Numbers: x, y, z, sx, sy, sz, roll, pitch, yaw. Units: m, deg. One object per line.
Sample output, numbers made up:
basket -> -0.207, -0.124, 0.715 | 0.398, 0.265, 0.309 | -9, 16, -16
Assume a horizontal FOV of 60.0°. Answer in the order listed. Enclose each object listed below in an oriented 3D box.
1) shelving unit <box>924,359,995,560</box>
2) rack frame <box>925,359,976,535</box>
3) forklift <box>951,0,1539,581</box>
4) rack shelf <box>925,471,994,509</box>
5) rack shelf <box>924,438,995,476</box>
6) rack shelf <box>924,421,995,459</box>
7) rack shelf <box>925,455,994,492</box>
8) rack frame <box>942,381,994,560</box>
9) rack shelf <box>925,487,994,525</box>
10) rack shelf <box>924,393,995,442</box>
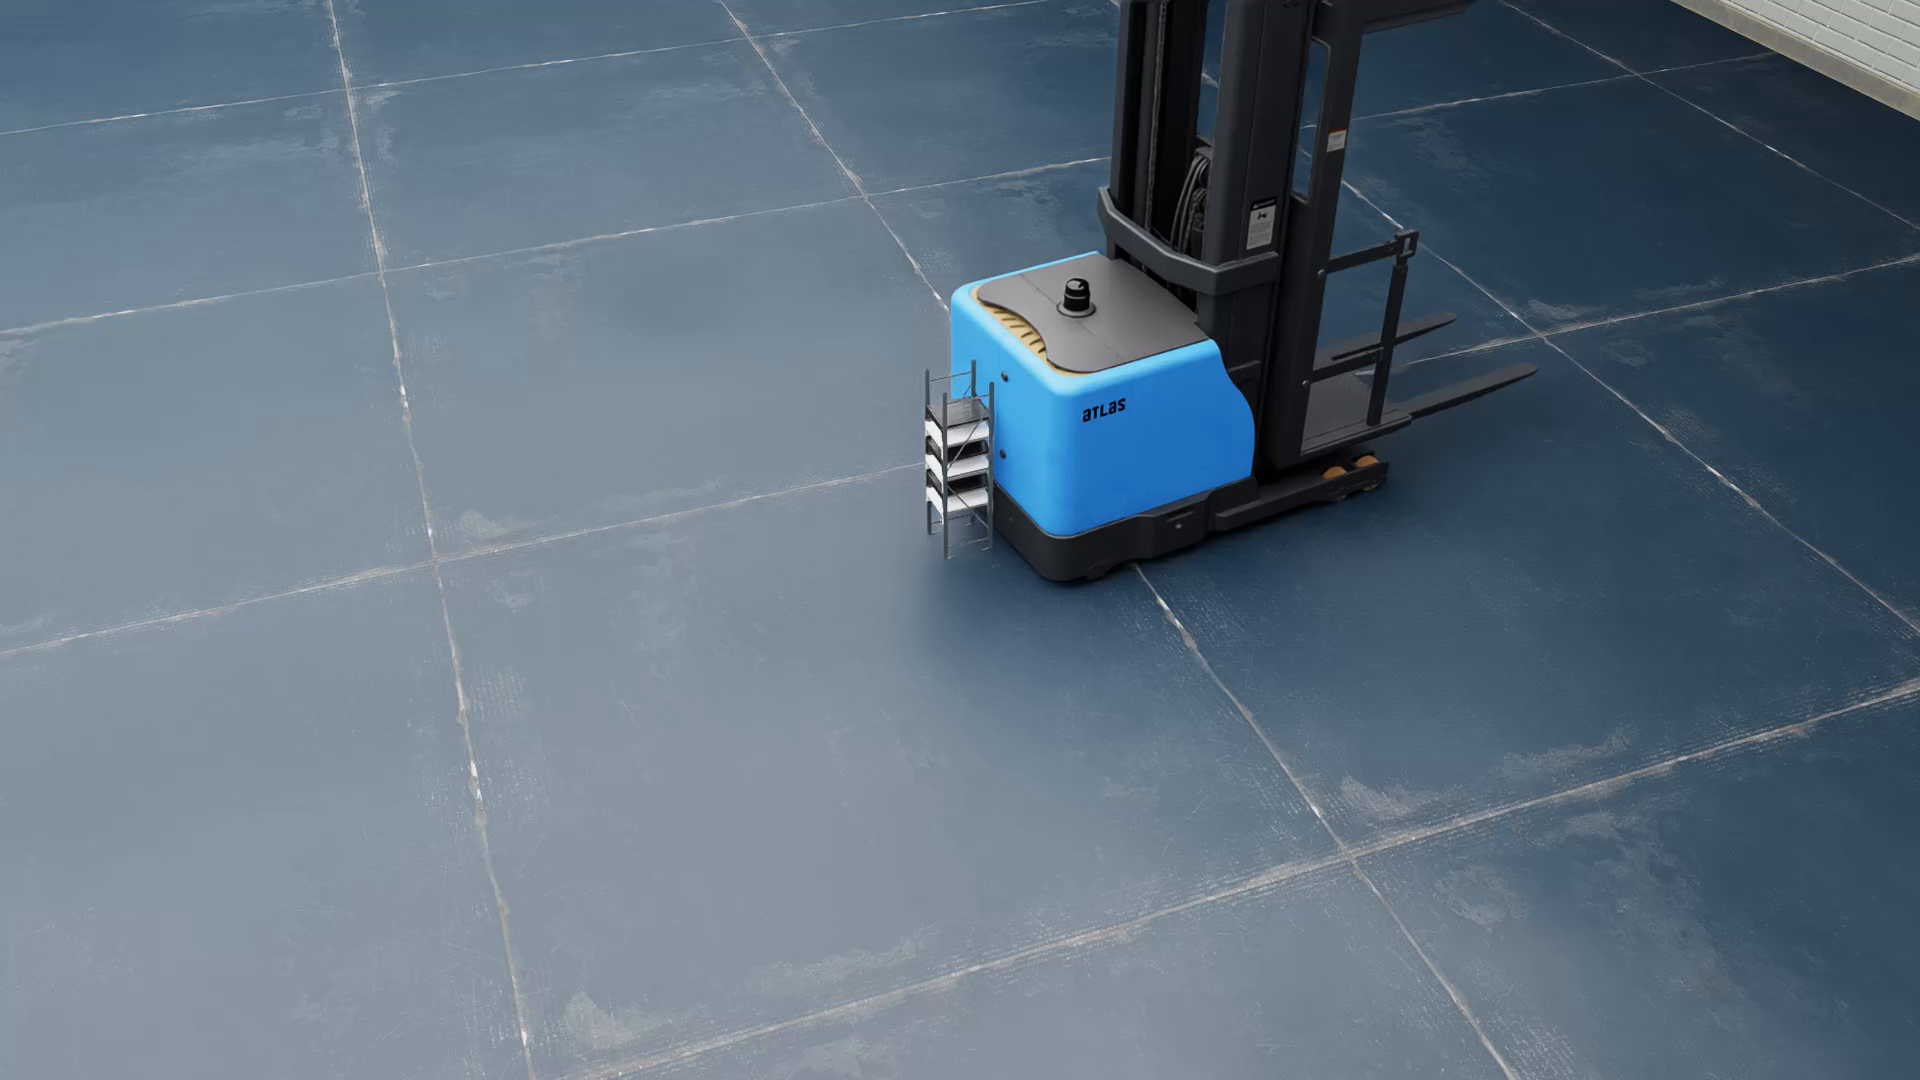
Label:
shelving unit -> -0.003, -0.353, 7.470 | 0.258, 0.900, 0.210 | -14, 39, -18
rack frame -> -0.042, -0.409, 7.545 | 0.240, 0.900, 0.006 | -14, 39, -18
forklift -> 1.489, -1.618, 7.462 | 3.031, 2.935, 1.130 | -18, 41, -22
rack shelf -> -0.003, -0.254, 7.544 | 0.258, 0.077, 0.200 | -14, 39, -18
rack shelf -> -0.003, -0.398, 7.436 | 0.258, 0.077, 0.200 | -14, 39, -18
rack shelf -> -0.003, -0.470, 7.382 | 0.258, 0.077, 0.200 | -14, 39, -18
rack shelf -> -0.003, -0.326, 7.490 | 0.258, 0.077, 0.200 | -14, 39, -18
rack frame -> 0.036, -0.296, 7.395 | 0.240, 0.900, 0.006 | -14, 39, -18
rack shelf -> -0.003, -0.182, 7.599 | 0.258, 0.077, 0.200 | -14, 39, -18
rack shelf -> -0.003, -0.542, 7.328 | 0.258, 0.077, 0.200 | -14, 39, -18
